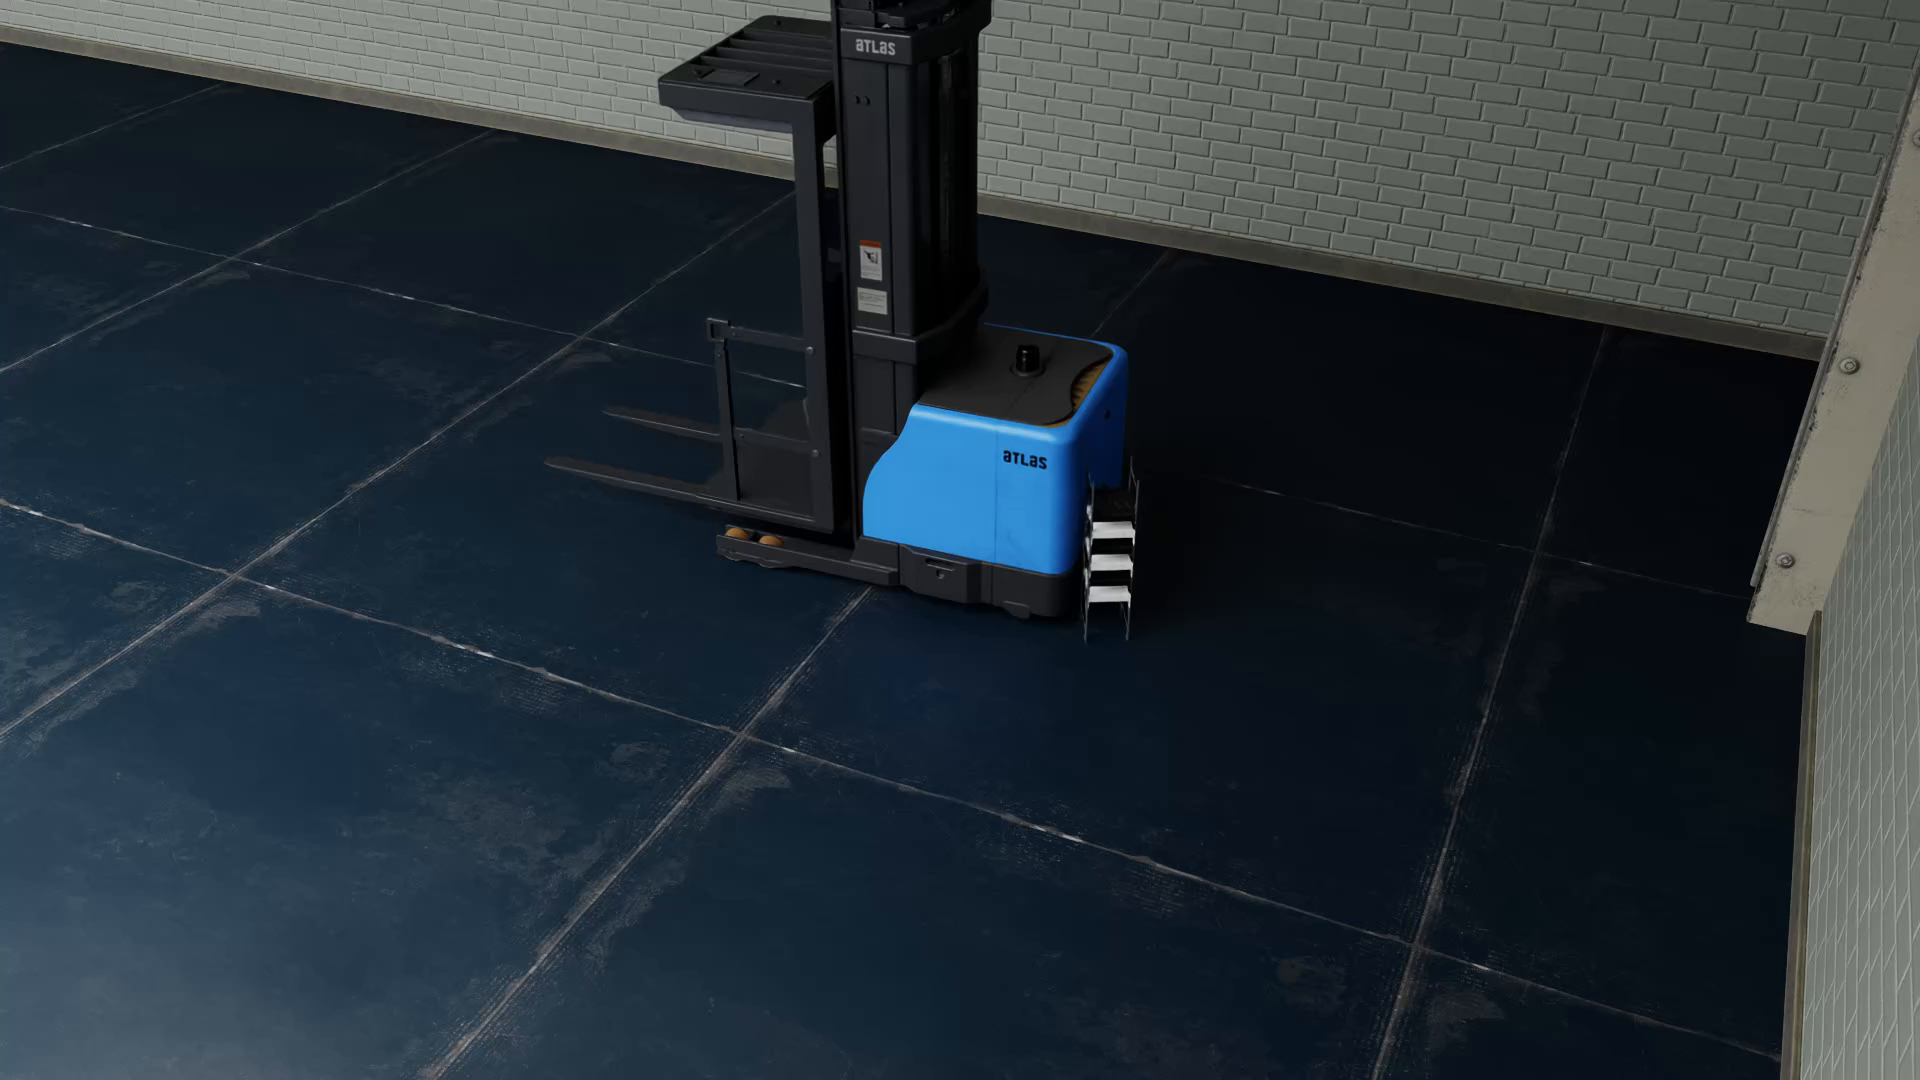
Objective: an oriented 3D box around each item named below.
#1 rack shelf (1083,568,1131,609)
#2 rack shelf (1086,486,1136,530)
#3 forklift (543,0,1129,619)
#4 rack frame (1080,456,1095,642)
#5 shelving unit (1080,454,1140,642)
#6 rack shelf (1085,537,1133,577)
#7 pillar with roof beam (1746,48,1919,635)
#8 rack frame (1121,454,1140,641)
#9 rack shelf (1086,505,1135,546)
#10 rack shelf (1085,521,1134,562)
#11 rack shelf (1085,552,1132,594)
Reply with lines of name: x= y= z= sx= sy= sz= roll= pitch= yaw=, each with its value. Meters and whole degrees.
rack shelf: x=0.700 y=0.226 z=7.973 sx=0.200 sy=0.077 sz=0.258 roll=-2 pitch=33 yaw=-3
rack shelf: x=0.700 y=-0.150 z=7.726 sx=0.200 sy=0.077 sz=0.258 roll=-2 pitch=33 yaw=-3
forklift: x=-0.720 y=-1.337 z=8.116 sx=3.031 sy=2.935 sz=1.130 roll=12 pitch=35 yaw=17
rack frame: x=0.599 y=0.051 z=7.851 sx=0.006 sy=0.900 sz=0.240 roll=-2 pitch=33 yaw=-3
shelving unit: x=0.700 y=0.048 z=7.856 sx=0.210 sy=0.900 sz=0.258 roll=-2 pitch=33 yaw=-3
rack shelf: x=0.700 y=0.076 z=7.874 sx=0.200 sy=0.077 sz=0.258 roll=-2 pitch=33 yaw=-3
pillar with roof beam: x=0.163 y=-4.415 z=7.277 sx=9.100 sy=9.000 sz=0.400 roll=14 pitch=36 yaw=20
rack frame: x=0.802 y=0.045 z=7.860 sx=0.006 sy=0.900 sz=0.240 roll=-2 pitch=33 yaw=-3
rack shelf: x=0.700 y=-0.075 z=7.775 sx=0.200 sy=0.077 sz=0.258 roll=-2 pitch=33 yaw=-3
rack shelf: x=0.700 y=0.001 z=7.825 sx=0.200 sy=0.077 sz=0.258 roll=-2 pitch=33 yaw=-3
rack shelf: x=0.700 y=0.151 z=7.923 sx=0.200 sy=0.077 sz=0.258 roll=-2 pitch=33 yaw=-3
